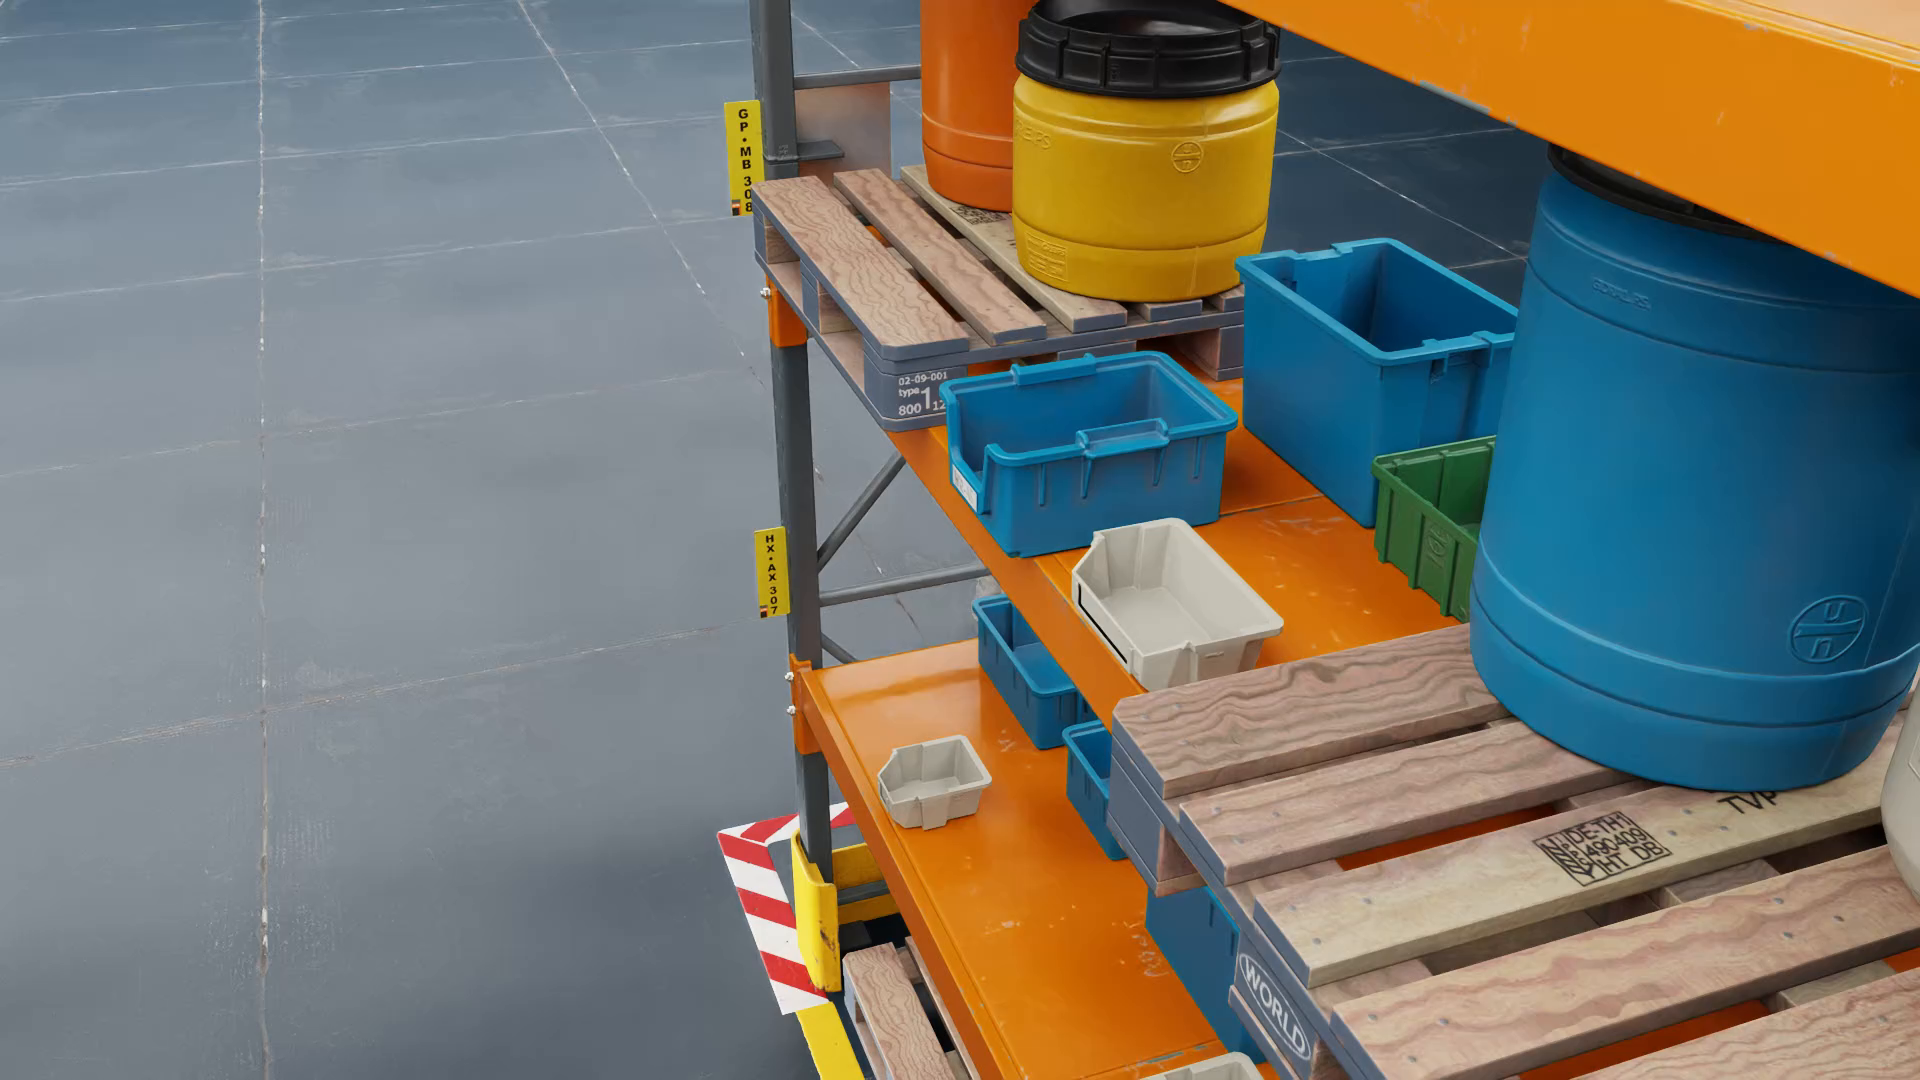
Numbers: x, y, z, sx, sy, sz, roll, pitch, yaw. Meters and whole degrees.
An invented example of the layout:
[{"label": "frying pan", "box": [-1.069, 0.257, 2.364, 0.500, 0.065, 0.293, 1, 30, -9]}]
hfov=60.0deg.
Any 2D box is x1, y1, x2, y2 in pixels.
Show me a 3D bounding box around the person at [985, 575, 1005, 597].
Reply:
[{"label": "person", "box": [0.304, -0.287, 7.621, 0.394, 1.765, 0.525, -10, 31, -16]}]
